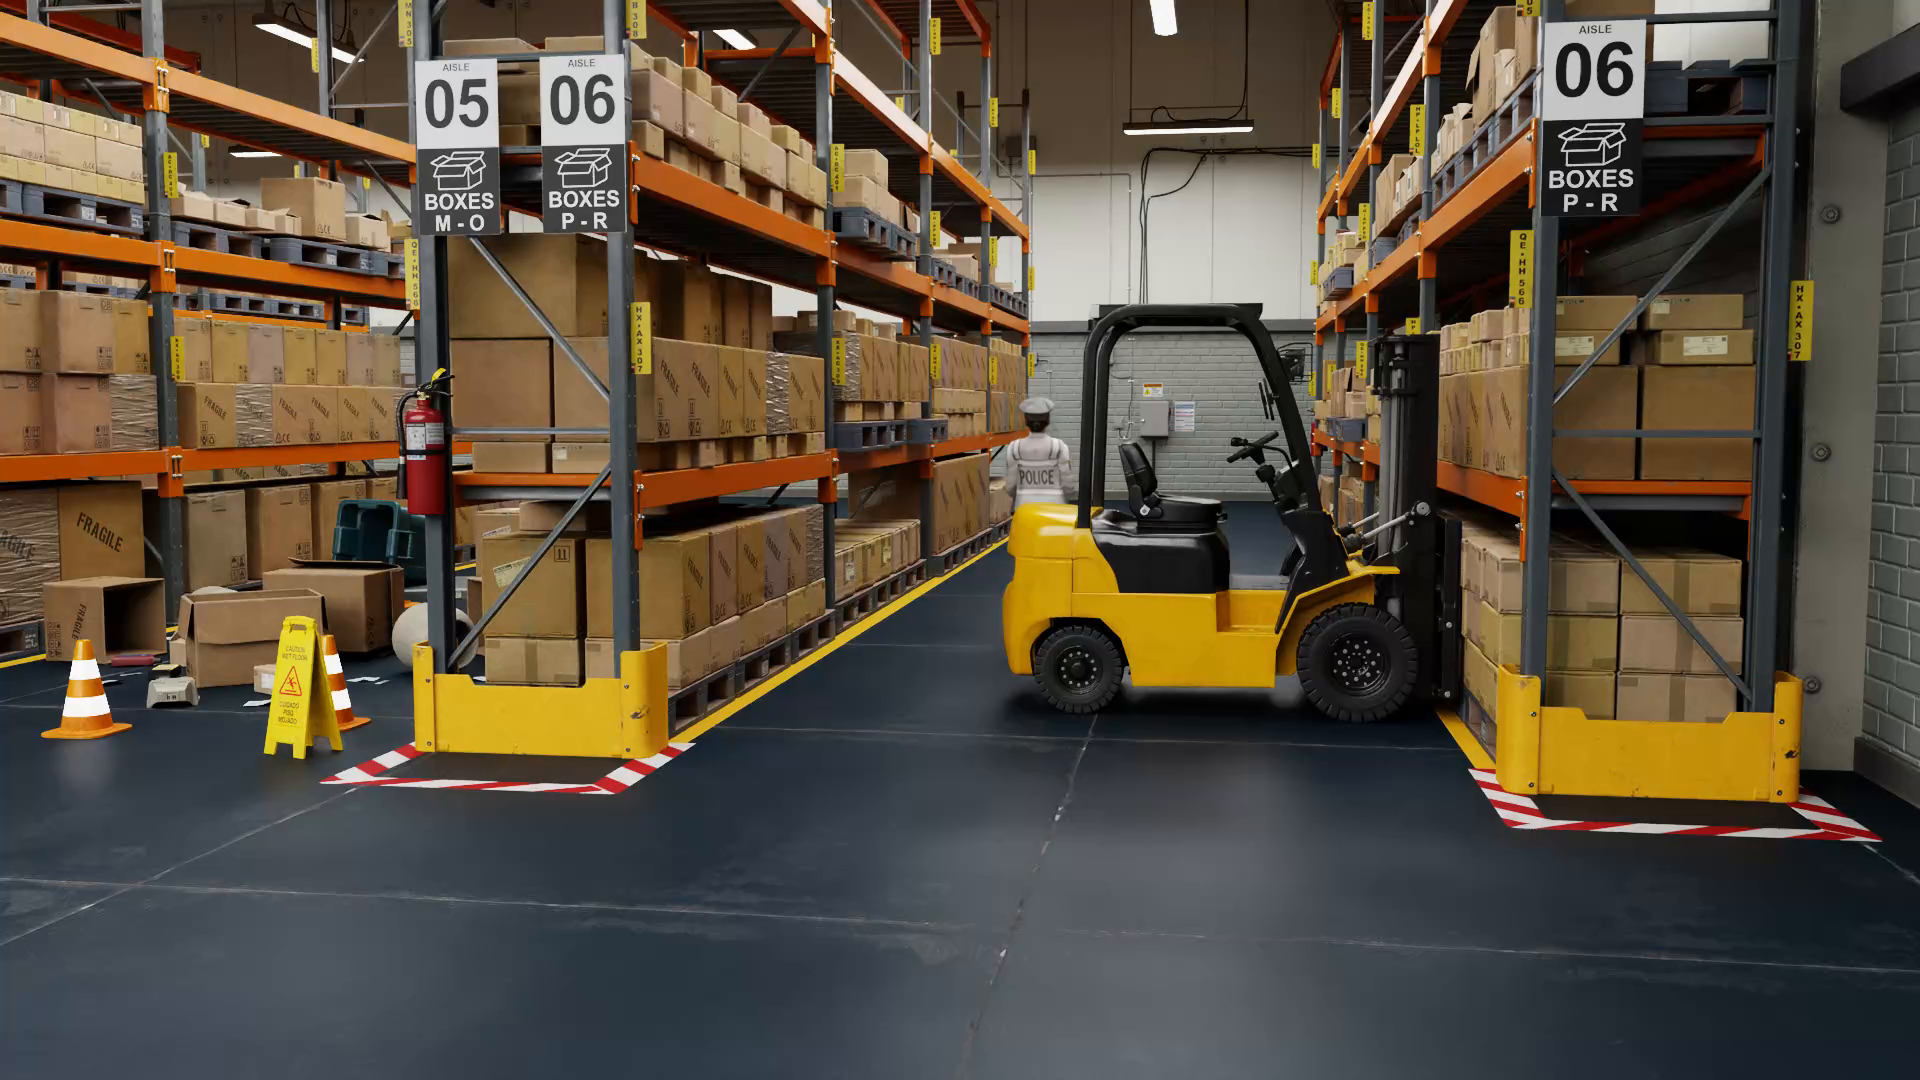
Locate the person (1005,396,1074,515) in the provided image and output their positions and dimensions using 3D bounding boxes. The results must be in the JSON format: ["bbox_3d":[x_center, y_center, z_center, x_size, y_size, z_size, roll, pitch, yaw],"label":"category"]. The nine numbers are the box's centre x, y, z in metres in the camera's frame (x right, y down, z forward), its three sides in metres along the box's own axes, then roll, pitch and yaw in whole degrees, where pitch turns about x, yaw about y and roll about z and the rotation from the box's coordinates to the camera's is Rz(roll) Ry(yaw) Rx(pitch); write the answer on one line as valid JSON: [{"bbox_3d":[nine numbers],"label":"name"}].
[{"bbox_3d":[0.557,-0.152,11.590,0.479,1.692,0.529,1,5,8],"label":"person"}]
